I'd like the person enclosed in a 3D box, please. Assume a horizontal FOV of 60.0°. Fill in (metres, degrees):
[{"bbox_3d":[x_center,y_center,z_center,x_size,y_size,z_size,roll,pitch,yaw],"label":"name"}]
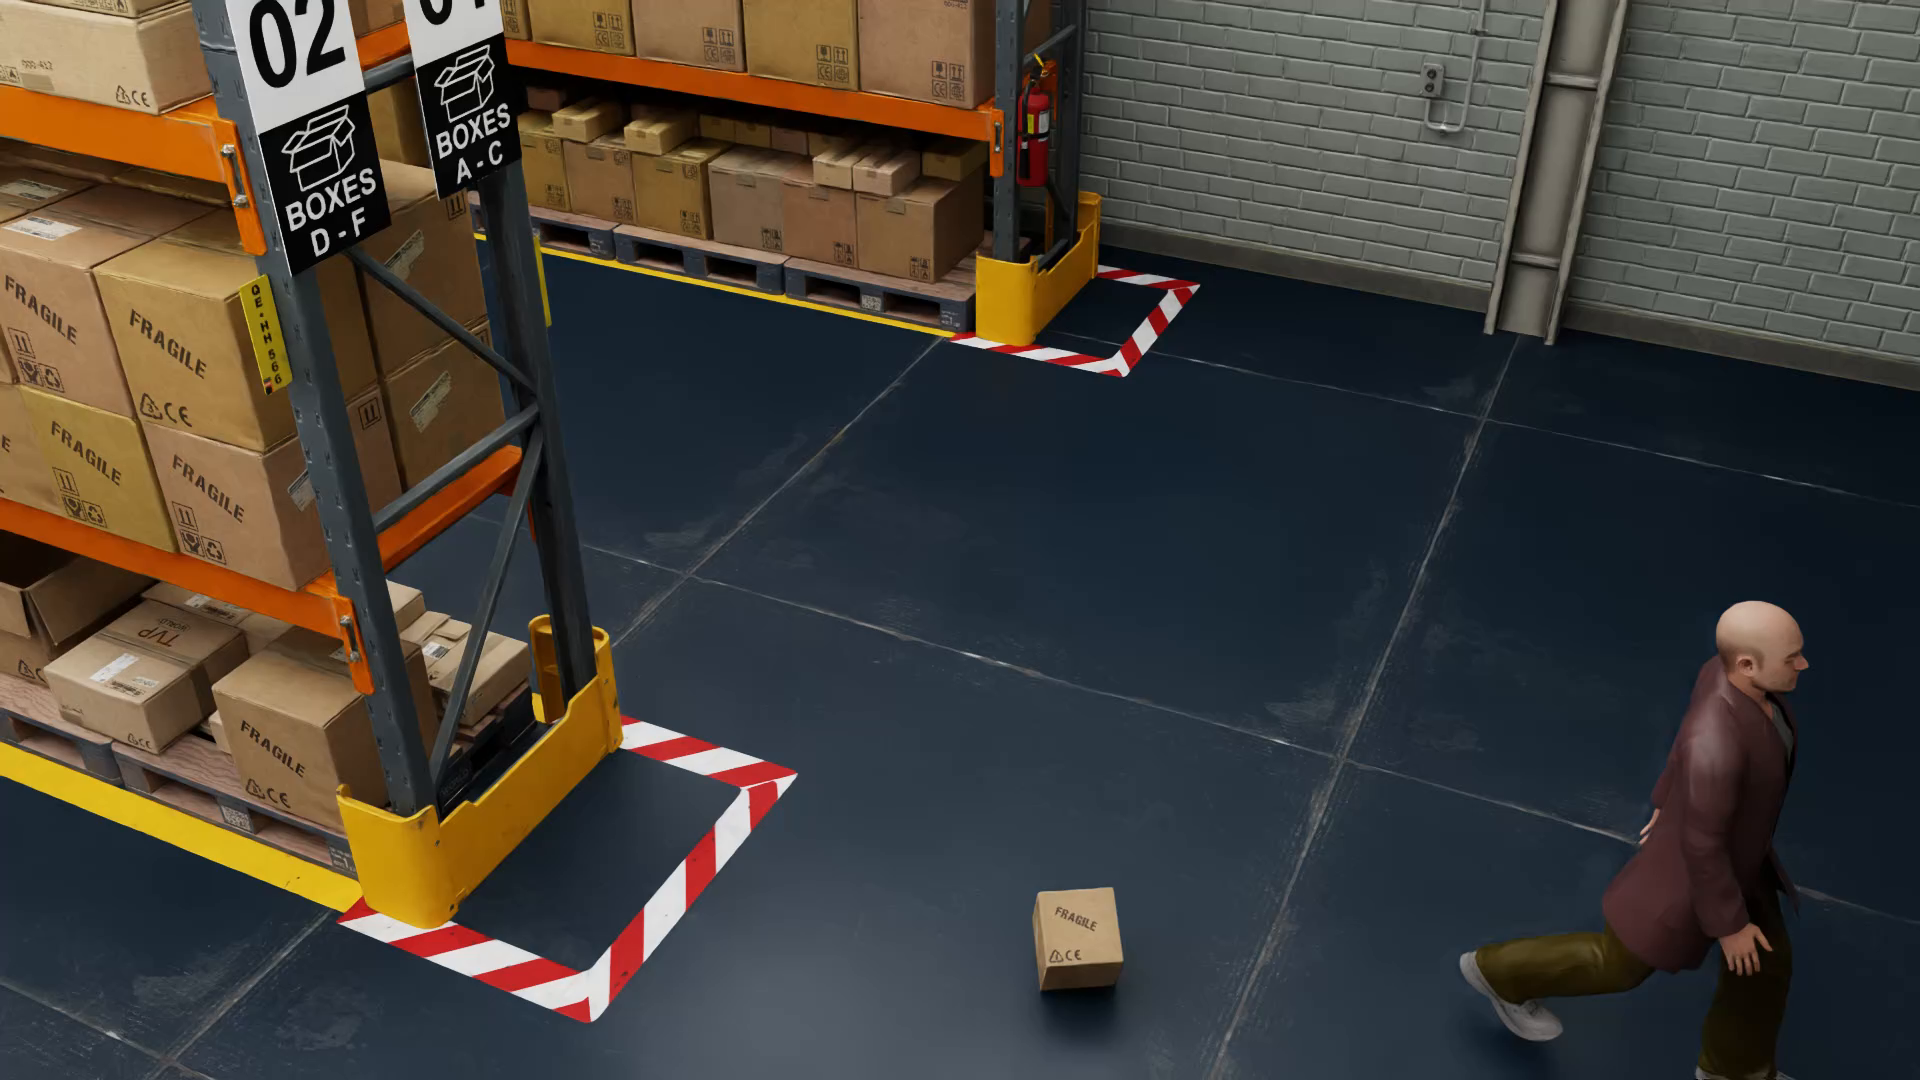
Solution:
[{"bbox_3d":[2.140,0.924,4.736,1.057,1.731,0.580,22,39,29],"label":"person"}]
